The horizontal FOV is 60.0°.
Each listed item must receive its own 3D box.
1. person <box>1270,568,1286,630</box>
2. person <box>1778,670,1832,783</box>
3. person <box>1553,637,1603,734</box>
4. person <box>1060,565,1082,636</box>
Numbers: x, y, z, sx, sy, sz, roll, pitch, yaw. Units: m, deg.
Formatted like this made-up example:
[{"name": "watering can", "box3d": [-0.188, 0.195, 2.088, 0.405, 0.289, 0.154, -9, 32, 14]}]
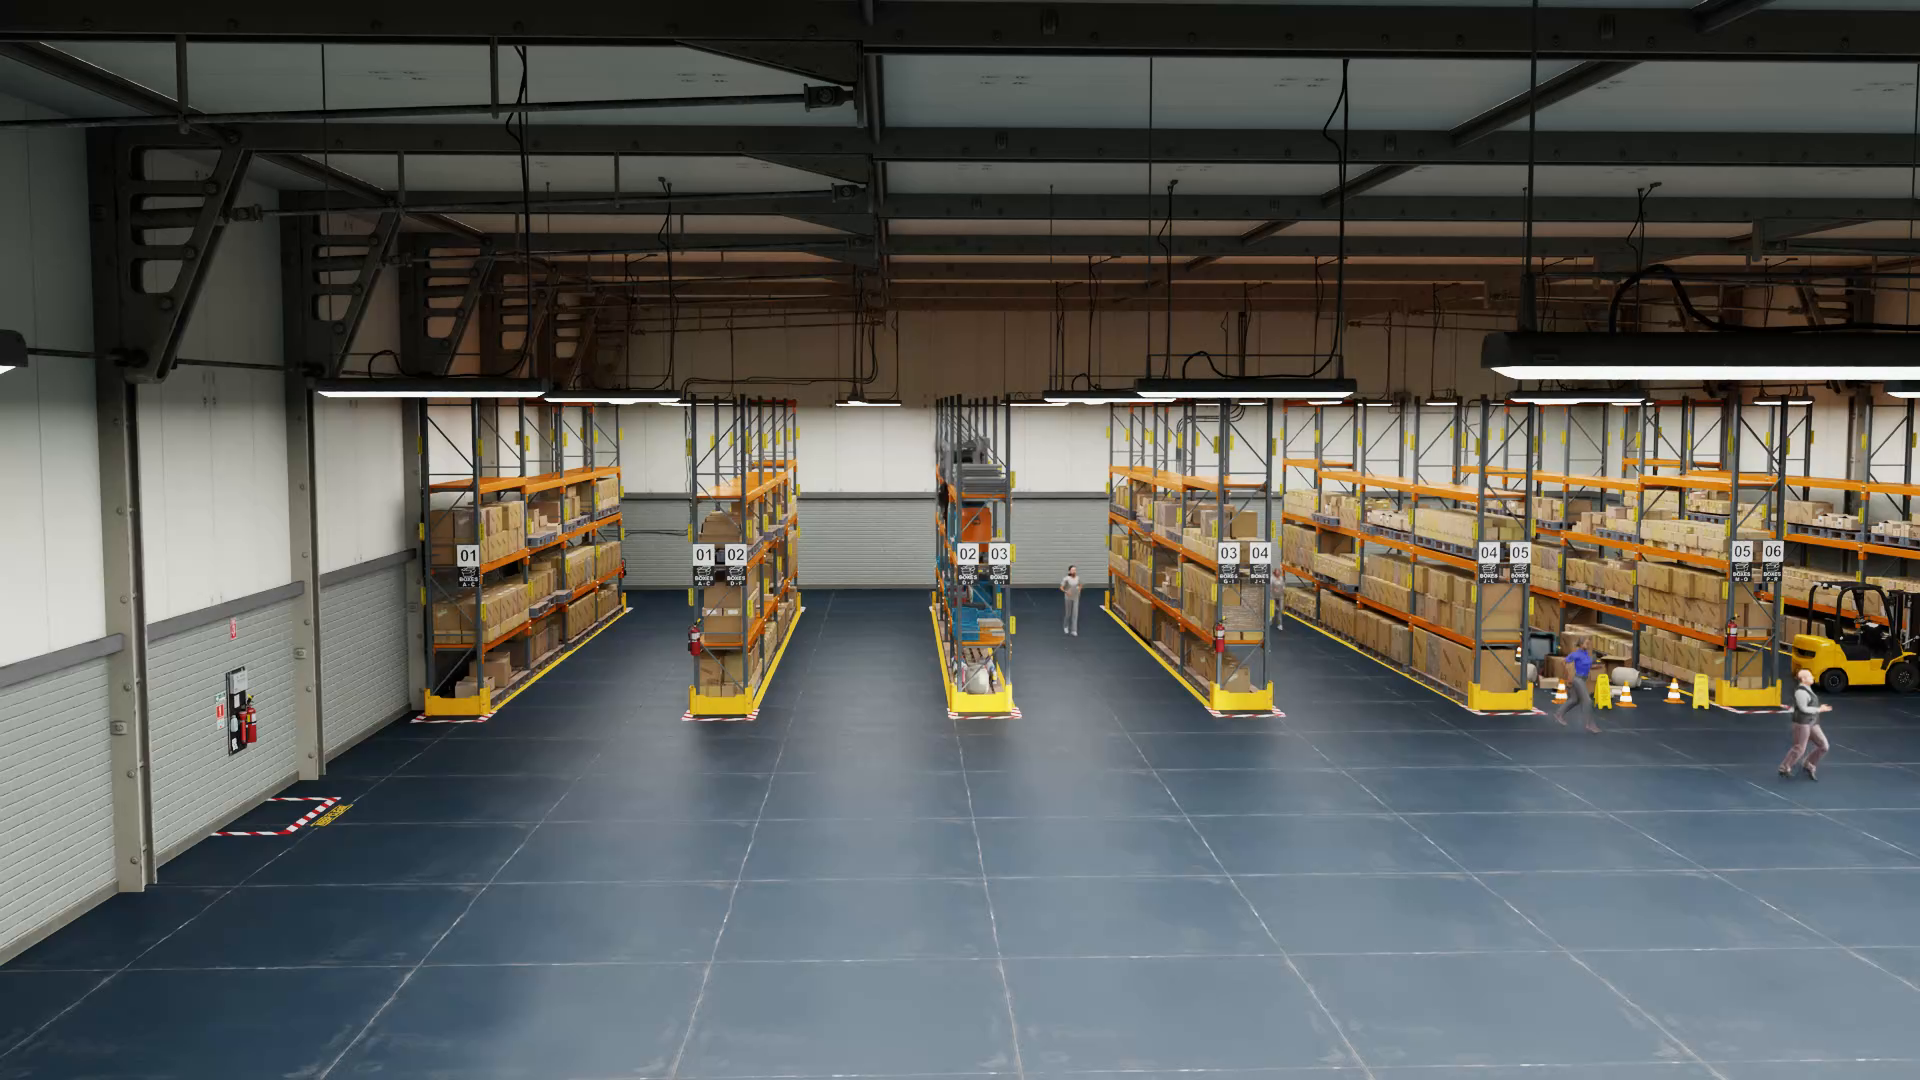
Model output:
[{"name": "person", "box3d": [8.233, 1.518, 43.251, 0.520, 1.587, 0.860, -1, 5, -9]}, {"name": "person", "box3d": [12.980, 2.863, 25.506, 0.721, 1.755, 0.625, 4, 6, 43]}, {"name": "person", "box3d": [10.996, 2.604, 29.545, 0.889, 1.572, 0.559, 4, 6, 39]}, {"name": "person", "box3d": [2.702, 1.442, 40.061, 0.581, 1.669, 0.784, -1, 5, -15]}]
